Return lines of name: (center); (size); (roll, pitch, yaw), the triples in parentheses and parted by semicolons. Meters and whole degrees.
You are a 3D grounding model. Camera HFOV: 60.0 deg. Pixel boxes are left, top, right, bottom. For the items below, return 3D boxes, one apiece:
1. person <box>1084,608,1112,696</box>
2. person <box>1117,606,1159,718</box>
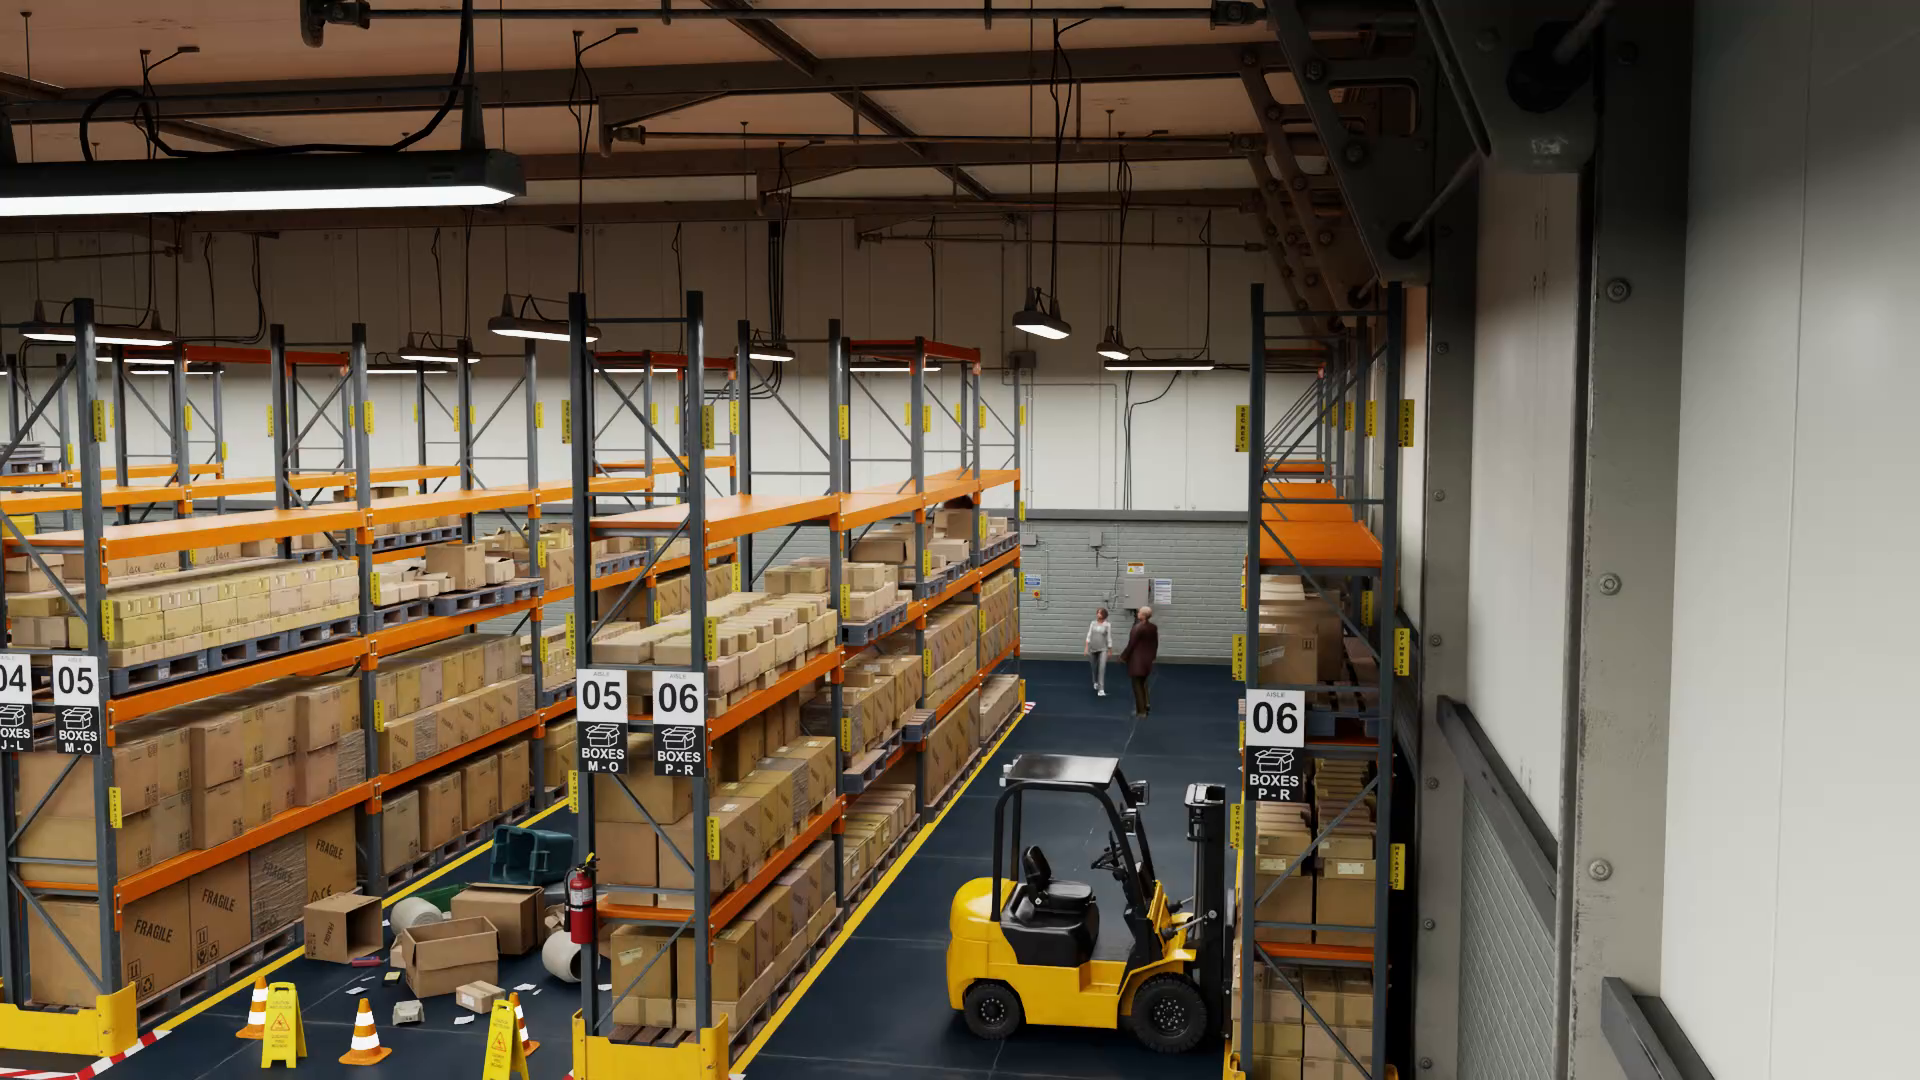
person: (2.479, 1.986, 29.807); (0.480, 1.542, 0.921); (1, 5, 11)
person: (2.850, 1.947, 26.308); (0.646, 1.801, 0.552); (-2, 5, -22)
